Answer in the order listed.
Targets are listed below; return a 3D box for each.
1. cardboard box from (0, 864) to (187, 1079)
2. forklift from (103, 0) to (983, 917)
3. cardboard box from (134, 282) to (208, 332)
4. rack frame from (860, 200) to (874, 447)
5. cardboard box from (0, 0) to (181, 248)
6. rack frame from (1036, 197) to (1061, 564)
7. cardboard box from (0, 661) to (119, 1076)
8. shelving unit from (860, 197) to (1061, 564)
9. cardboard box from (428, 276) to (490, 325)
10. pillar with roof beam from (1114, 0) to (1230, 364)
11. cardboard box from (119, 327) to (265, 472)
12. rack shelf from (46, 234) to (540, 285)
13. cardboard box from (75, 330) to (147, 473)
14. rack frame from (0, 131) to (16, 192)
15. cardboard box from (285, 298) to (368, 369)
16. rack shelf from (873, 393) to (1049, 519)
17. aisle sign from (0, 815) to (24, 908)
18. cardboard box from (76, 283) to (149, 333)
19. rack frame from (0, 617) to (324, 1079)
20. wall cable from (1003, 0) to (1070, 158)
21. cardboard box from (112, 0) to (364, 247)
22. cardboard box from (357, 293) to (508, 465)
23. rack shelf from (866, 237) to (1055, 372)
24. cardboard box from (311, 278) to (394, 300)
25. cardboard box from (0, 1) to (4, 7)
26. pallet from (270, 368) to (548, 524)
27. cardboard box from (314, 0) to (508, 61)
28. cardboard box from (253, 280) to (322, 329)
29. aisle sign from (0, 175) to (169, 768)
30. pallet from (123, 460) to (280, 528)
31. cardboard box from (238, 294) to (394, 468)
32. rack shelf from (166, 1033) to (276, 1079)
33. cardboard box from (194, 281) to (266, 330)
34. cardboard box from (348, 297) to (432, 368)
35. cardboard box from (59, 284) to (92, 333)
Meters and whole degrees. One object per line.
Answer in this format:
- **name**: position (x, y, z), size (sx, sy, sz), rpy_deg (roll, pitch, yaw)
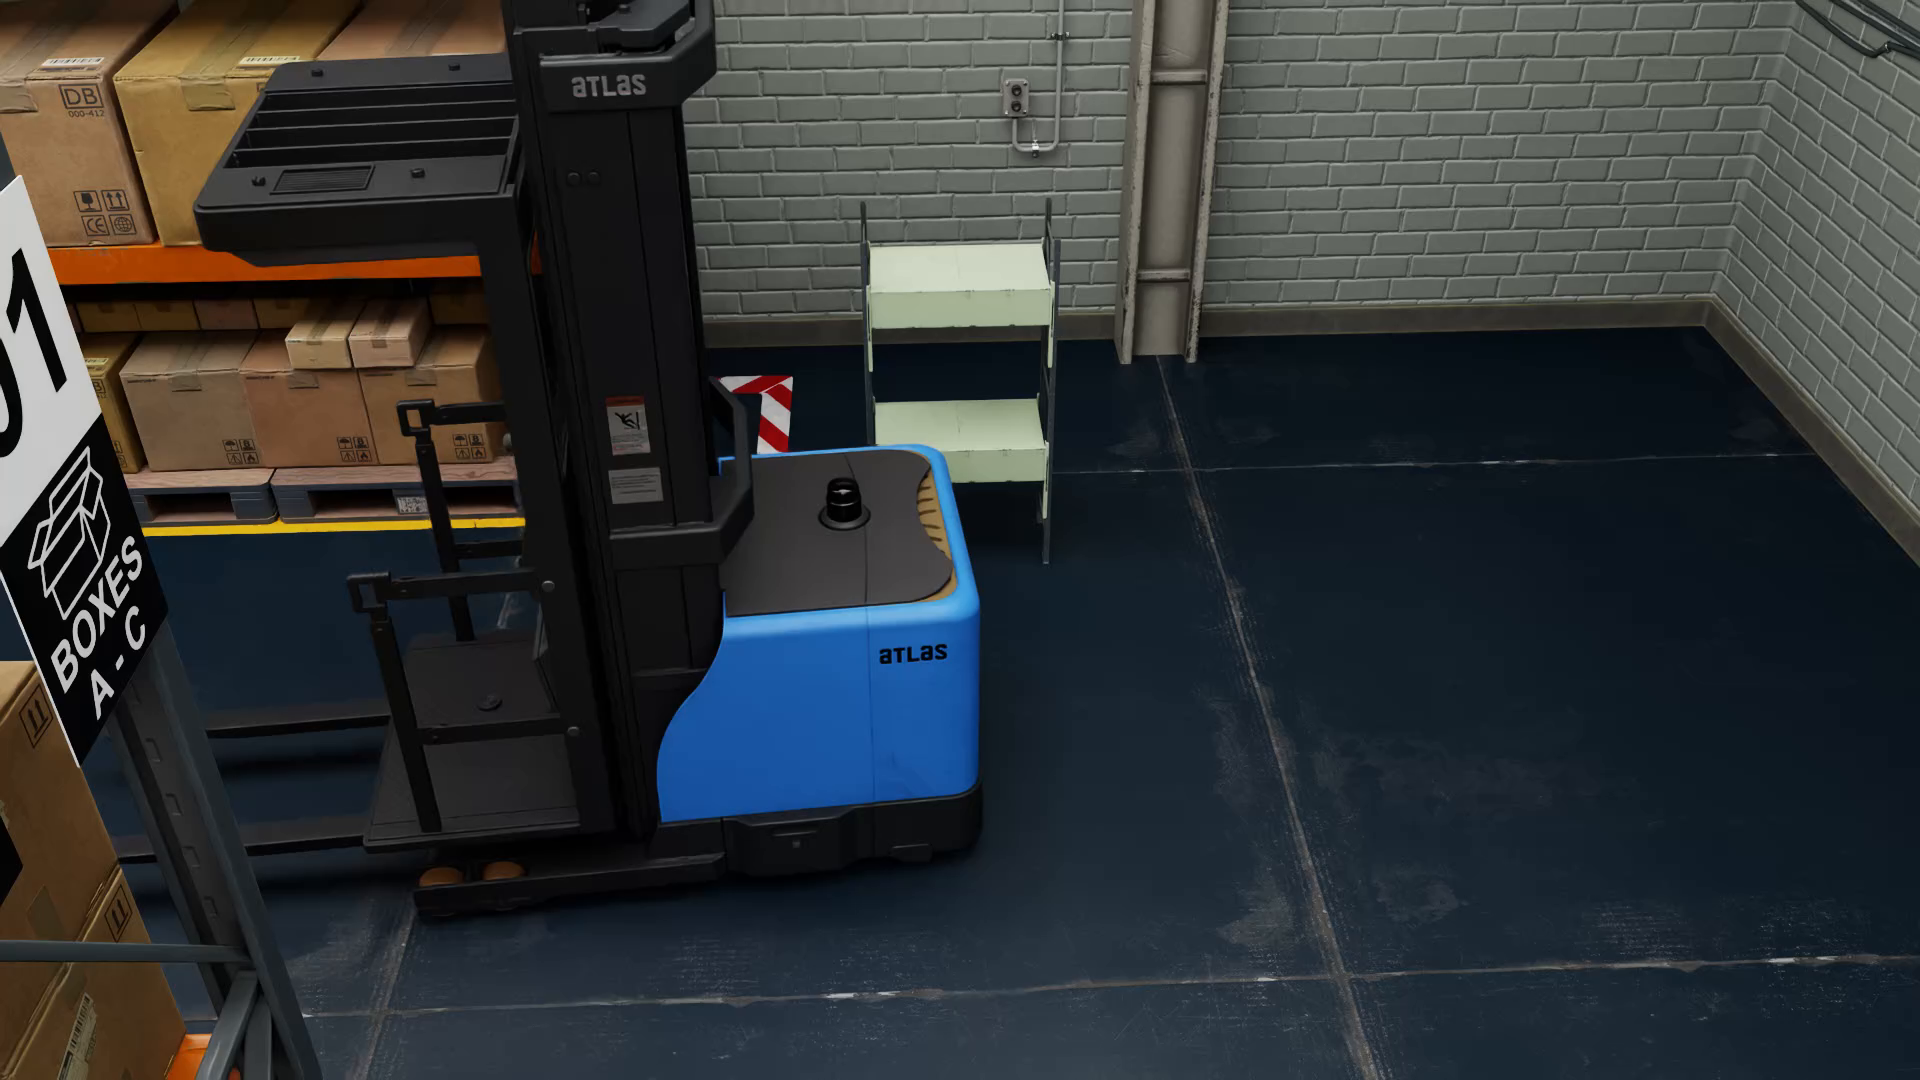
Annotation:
- **cardboard box**: position (-1.856, 0.968, 3.127), size (0.500, 0.500, 0.500), rpy_deg (-1, 35, -1)
- **forklift**: position (-1.483, -0.289, 5.093), size (3.031, 2.935, 1.130), rpy_deg (-4, 35, -6)
- **cardboard box**: position (-3.484, -1.086, 7.441), size (0.250, 0.149, 0.380), rpy_deg (-1, 35, -2)
- **rack frame**: position (-0.372, -0.607, 6.809), size (0.023, 1.500, 0.400), rpy_deg (-2, 35, -2)
- **cardboard box**: position (-3.636, -1.731, 6.852), size (0.700, 0.700, 0.980), rpy_deg (-3, 35, -5)
- **rack frame**: position (0.359, -0.626, 6.837), size (0.023, 1.500, 0.400), rpy_deg (-2, 35, -2)
- **cardboard box**: position (-1.856, 0.557, 2.843), size (0.500, 0.500, 0.500), rpy_deg (-1, 35, -1)
- **shelving unit**: position (-0.007, -0.617, 6.823), size (0.755, 1.500, 0.431), rpy_deg (-2, 35, -2)
- **cardboard box**: position (-2.218, -1.121, 7.492), size (0.250, 0.149, 0.380), rpy_deg (-1, 35, -2)
- **pillar with roof beam**: position (1.221, -2.253, 2.597), size (0.400, 9.000, 9.100), rpy_deg (-2, 35, -2)
- **cardboard box**: position (-3.335, -0.710, 7.468), size (0.500, 0.500, 0.700), rpy_deg (-3, 35, -4)
- **rack shelf**: position (-3.636, -1.319, 7.152), size (4.000, 0.370, 1.077), rpy_deg (-2, 35, -2)
- **cardboard box**: position (-3.867, -0.692, 7.441), size (0.500, 0.500, 0.700), rpy_deg (-1, 35, -1)
- **rack frame**: position (-1.400, -1.320, 1.249), size (0.127, 3.000, 1.000), rpy_deg (-2, 35, -2)
- **cardboard box**: position (-2.708, -0.890, 7.157), size (0.250, 0.149, 0.380), rpy_deg (-1, 35, -1)
- **rack shelf**: position (-0.007, -0.348, 7.008), size (0.720, 0.370, 0.431), rpy_deg (-2, 35, -2)
- **aisle sign**: position (-1.318, 0.251, 1.967), size (0.004, 0.787, 0.394), rpy_deg (-2, 35, -2)
- **cardboard box**: position (-3.737, -1.080, 7.432), size (0.250, 0.149, 0.380), rpy_deg (-2, 35, -3)
- **rack frame**: position (-1.400, 1.147, 2.956), size (0.127, 3.000, 1.000), rpy_deg (-2, 35, -2)
- **wall cable**: position (-0.404, -2.658, 7.563), size (1.851, 1.984, 0.084), rpy_deg (-2, 35, -2)
- **cardboard box**: position (-2.874, -1.746, 6.874), size (0.700, 0.700, 0.980), rpy_deg (-2, 35, -3)
- **cardboard box**: position (-2.333, -0.737, 7.507), size (0.500, 0.500, 0.700), rpy_deg (-2, 35, -2)
- **rack shelf**: position (-0.007, -0.937, 6.601), size (0.720, 0.370, 0.431), rpy_deg (-2, 35, -2)
- **cardboard box**: position (-2.724, -1.107, 7.471), size (0.250, 0.149, 0.380), rpy_deg (-1, 35, -2)
- **cardboard box**: position (-4.362, -1.706, 6.815), size (0.700, 0.700, 0.980), rpy_deg (-2, 35, -3)
- **pallet**: position (-2.434, -0.456, 7.723), size (1.213, 0.211, 1.003), rpy_deg (-2, 35, -2)
- **cardboard box**: position (-2.148, -1.772, 6.911), size (0.700, 0.700, 0.980), rpy_deg (0, 35, 0)
- **cardboard box**: position (-2.974, -1.101, 7.462), size (0.250, 0.149, 0.380), rpy_deg (-1, 35, -2)
- **aisle sign**: position (-1.346, -0.090, 2.460), size (0.004, 0.787, 0.394), rpy_deg (-2, 35, -2)
- **pallet**: position (-3.649, -0.425, 7.678), size (1.213, 0.211, 1.003), rpy_deg (-2, 35, -2)
- **cardboard box**: position (-2.833, -0.724, 7.488), size (0.500, 0.500, 0.700), rpy_deg (-2, 35, -2)
- **rack shelf**: position (-3.398, 1.497, 3.083), size (4.000, 0.370, 1.077), rpy_deg (-2, 35, -2)
- **cardboard box**: position (-3.228, -1.093, 7.452), size (0.250, 0.149, 0.380), rpy_deg (-1, 35, -2)
- **cardboard box**: position (-2.453, -0.897, 7.168), size (0.250, 0.149, 0.380), rpy_deg (-2, 35, -3)
- **cardboard box**: position (-3.995, -1.072, 7.421), size (0.250, 0.149, 0.380), rpy_deg (-1, 35, -2)
